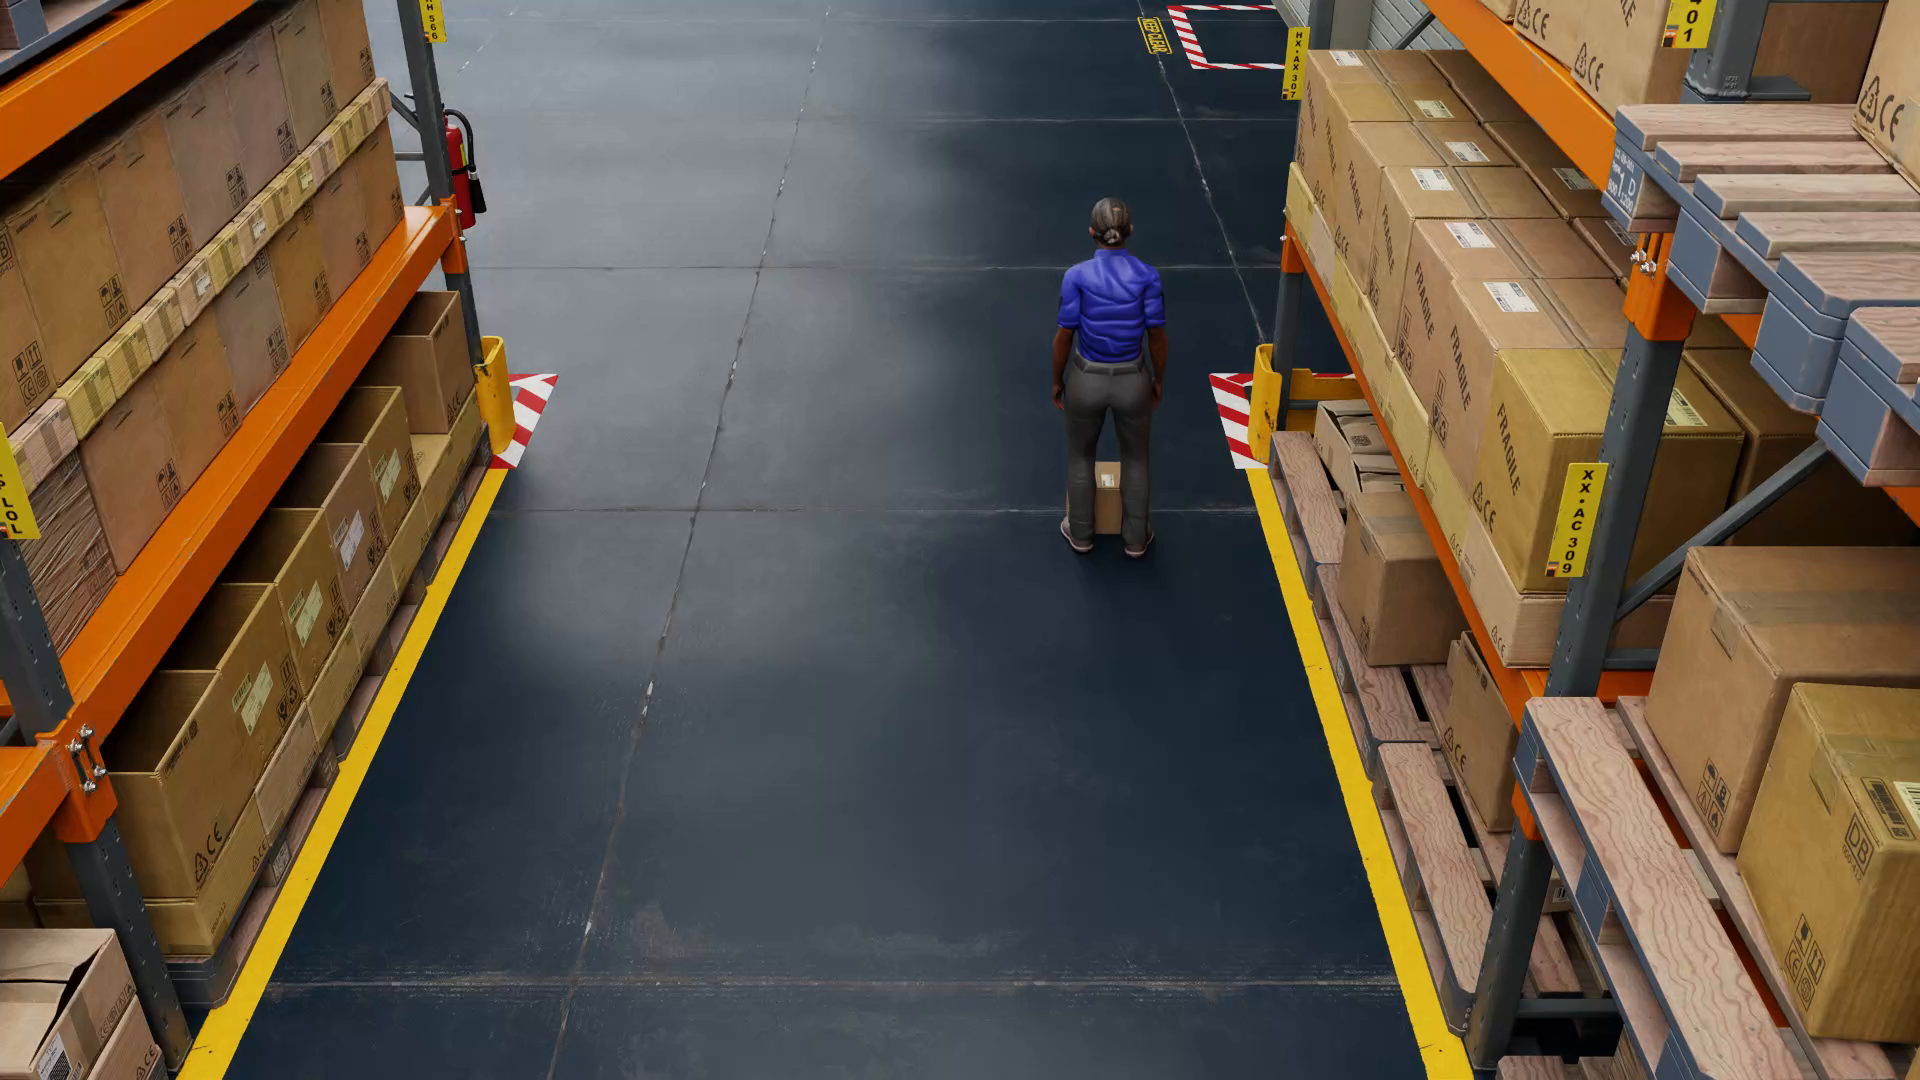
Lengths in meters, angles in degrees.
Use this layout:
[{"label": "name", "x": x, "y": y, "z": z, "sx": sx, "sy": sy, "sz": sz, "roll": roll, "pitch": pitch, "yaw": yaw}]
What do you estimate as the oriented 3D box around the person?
[{"label": "person", "x": 0.648, "y": -0.685, "z": 7.248, "sx": 0.505, "sy": 1.655, "sz": 0.392, "roll": 0, "pitch": 32, "yaw": 0}]
